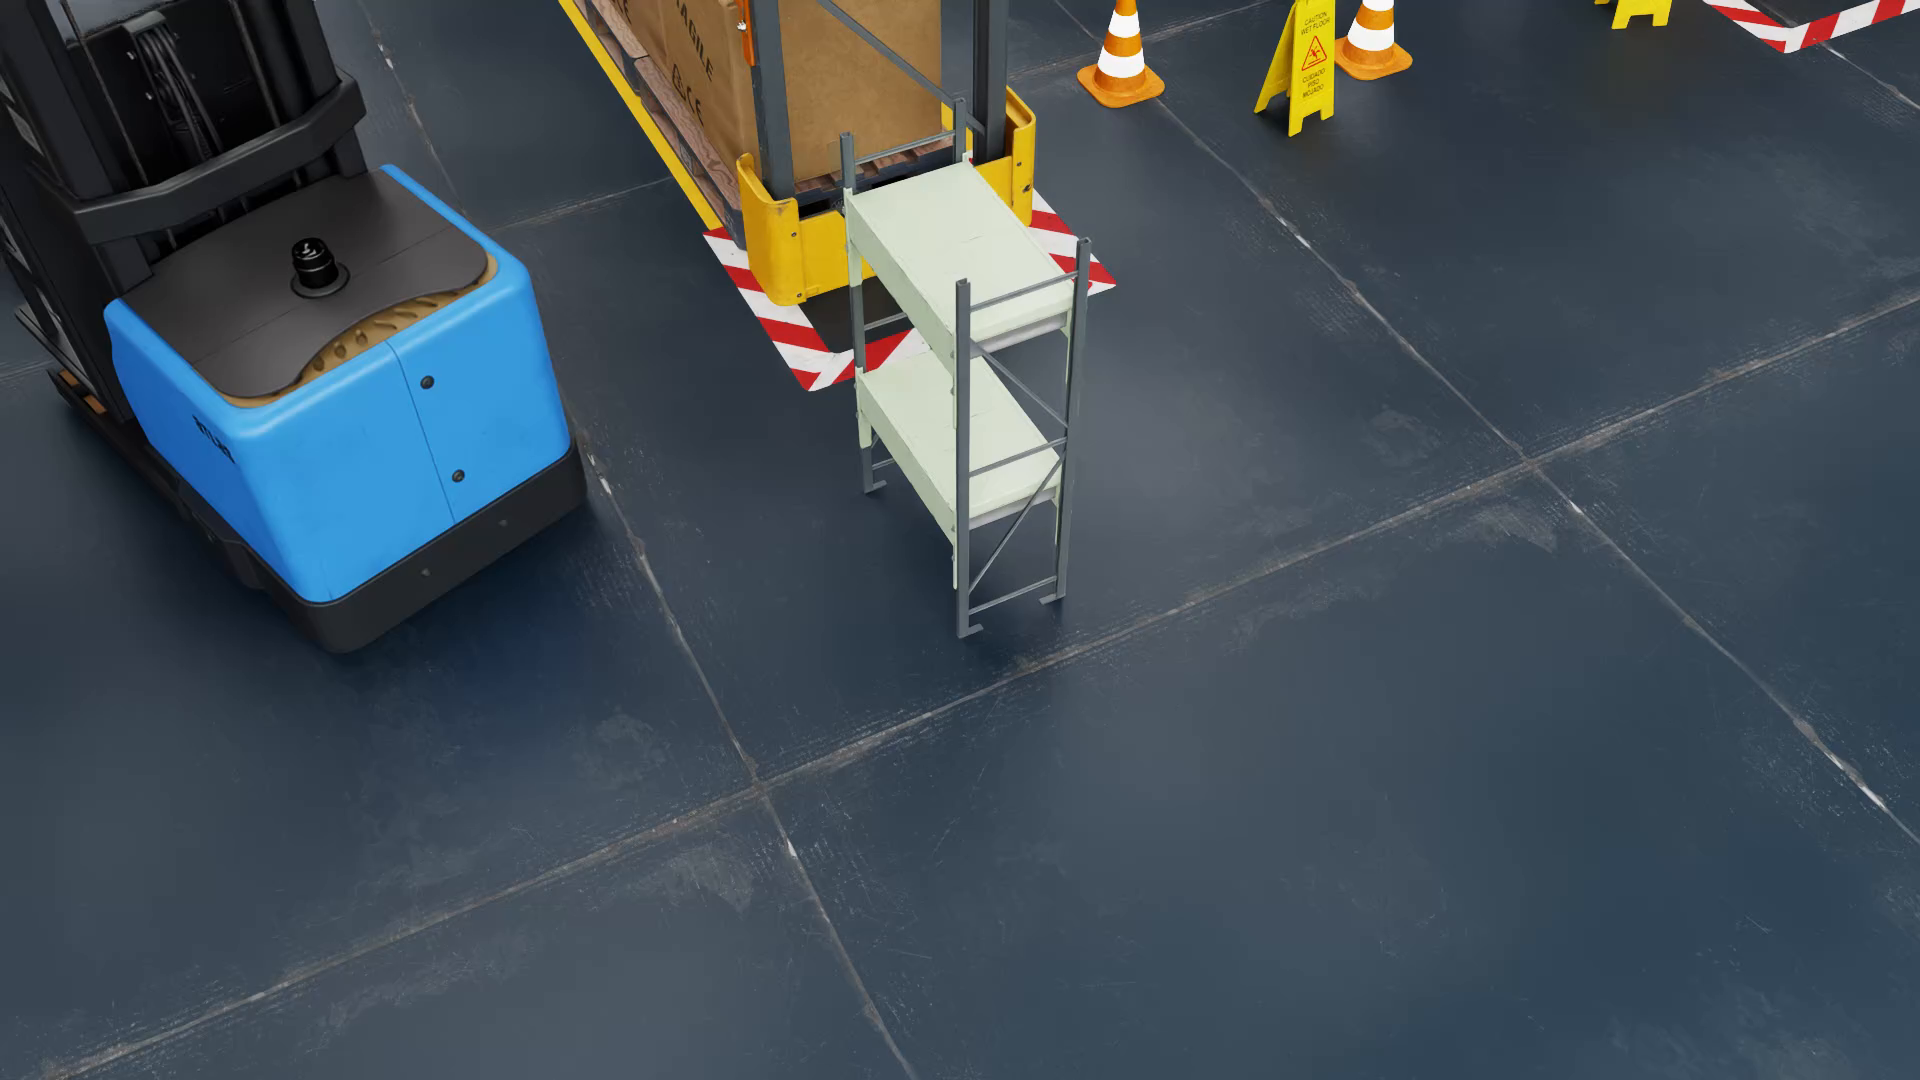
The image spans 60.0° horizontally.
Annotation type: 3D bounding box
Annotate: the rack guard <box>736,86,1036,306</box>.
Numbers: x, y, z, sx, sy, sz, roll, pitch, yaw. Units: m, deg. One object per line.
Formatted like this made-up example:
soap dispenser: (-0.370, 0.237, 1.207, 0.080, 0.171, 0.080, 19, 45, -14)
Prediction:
rack guard: (-0.278, -1.385, 6.629, 1.175, 0.500, 0.348, -21, 52, -18)

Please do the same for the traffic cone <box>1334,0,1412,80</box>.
traffic cone: (1.891, -2.395, 7.537, 0.336, 0.463, 0.334, -21, 52, -18)

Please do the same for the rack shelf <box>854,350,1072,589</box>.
rack shelf: (0.003, -0.275, 5.427, 0.431, 0.370, 0.720, -21, 52, -18)

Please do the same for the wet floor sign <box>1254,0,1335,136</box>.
wet floor sign: (1.485, -2.111, 7.168, 0.267, 0.644, 0.232, -30, 55, -23)

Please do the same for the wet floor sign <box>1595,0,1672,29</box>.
wet floor sign: (3.202, -2.725, 7.705, 0.267, 0.644, 0.232, -5, 49, -5)

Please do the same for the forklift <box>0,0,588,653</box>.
forklift: (-2.704, -1.601, 5.203, 3.031, 2.935, 1.130, 36, 58, 27)

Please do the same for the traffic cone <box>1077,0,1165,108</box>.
traffic cone: (0.731, -2.233, 7.396, 0.336, 0.463, 0.334, -21, 52, -18)

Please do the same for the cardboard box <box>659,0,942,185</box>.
cardboard box: (-0.658, -2.093, 6.721, 0.875, 0.875, 0.875, -21, 52, -17)

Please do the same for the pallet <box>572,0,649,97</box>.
pallet: (-1.279, -2.629, 7.909, 1.003, 0.211, 1.213, -21, 52, -18)

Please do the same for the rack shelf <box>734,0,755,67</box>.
rack shelf: (-1.204, -3.325, 7.143, 1.077, 0.370, 4.000, -21, 52, -18)

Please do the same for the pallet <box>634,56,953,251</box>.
pallet: (-0.724, -1.814, 7.196, 1.003, 0.211, 1.213, -21, 52, -18)

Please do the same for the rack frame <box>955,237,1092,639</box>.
rack frame: (0.171, -0.244, 4.967, 0.400, 1.500, 0.023, -21, 52, -18)

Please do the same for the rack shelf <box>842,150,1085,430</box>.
rack shelf: (0.003, -0.746, 4.888, 0.431, 0.370, 0.720, -21, 52, -18)

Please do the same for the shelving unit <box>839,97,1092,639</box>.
shelving unit: (0.003, -0.489, 5.182, 0.431, 1.500, 0.755, -21, 52, -18)

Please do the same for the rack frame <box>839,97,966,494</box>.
rack frame: (-0.164, -0.734, 5.396, 0.400, 1.500, 0.023, -21, 52, -18)

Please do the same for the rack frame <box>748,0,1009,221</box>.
rack frame: (-0.289, -2.224, 5.702, 1.000, 3.000, 0.127, -21, 52, -18)

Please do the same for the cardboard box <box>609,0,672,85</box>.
cardboard box: (-1.062, -2.682, 7.235, 0.875, 0.875, 0.875, -22, 52, -18)
